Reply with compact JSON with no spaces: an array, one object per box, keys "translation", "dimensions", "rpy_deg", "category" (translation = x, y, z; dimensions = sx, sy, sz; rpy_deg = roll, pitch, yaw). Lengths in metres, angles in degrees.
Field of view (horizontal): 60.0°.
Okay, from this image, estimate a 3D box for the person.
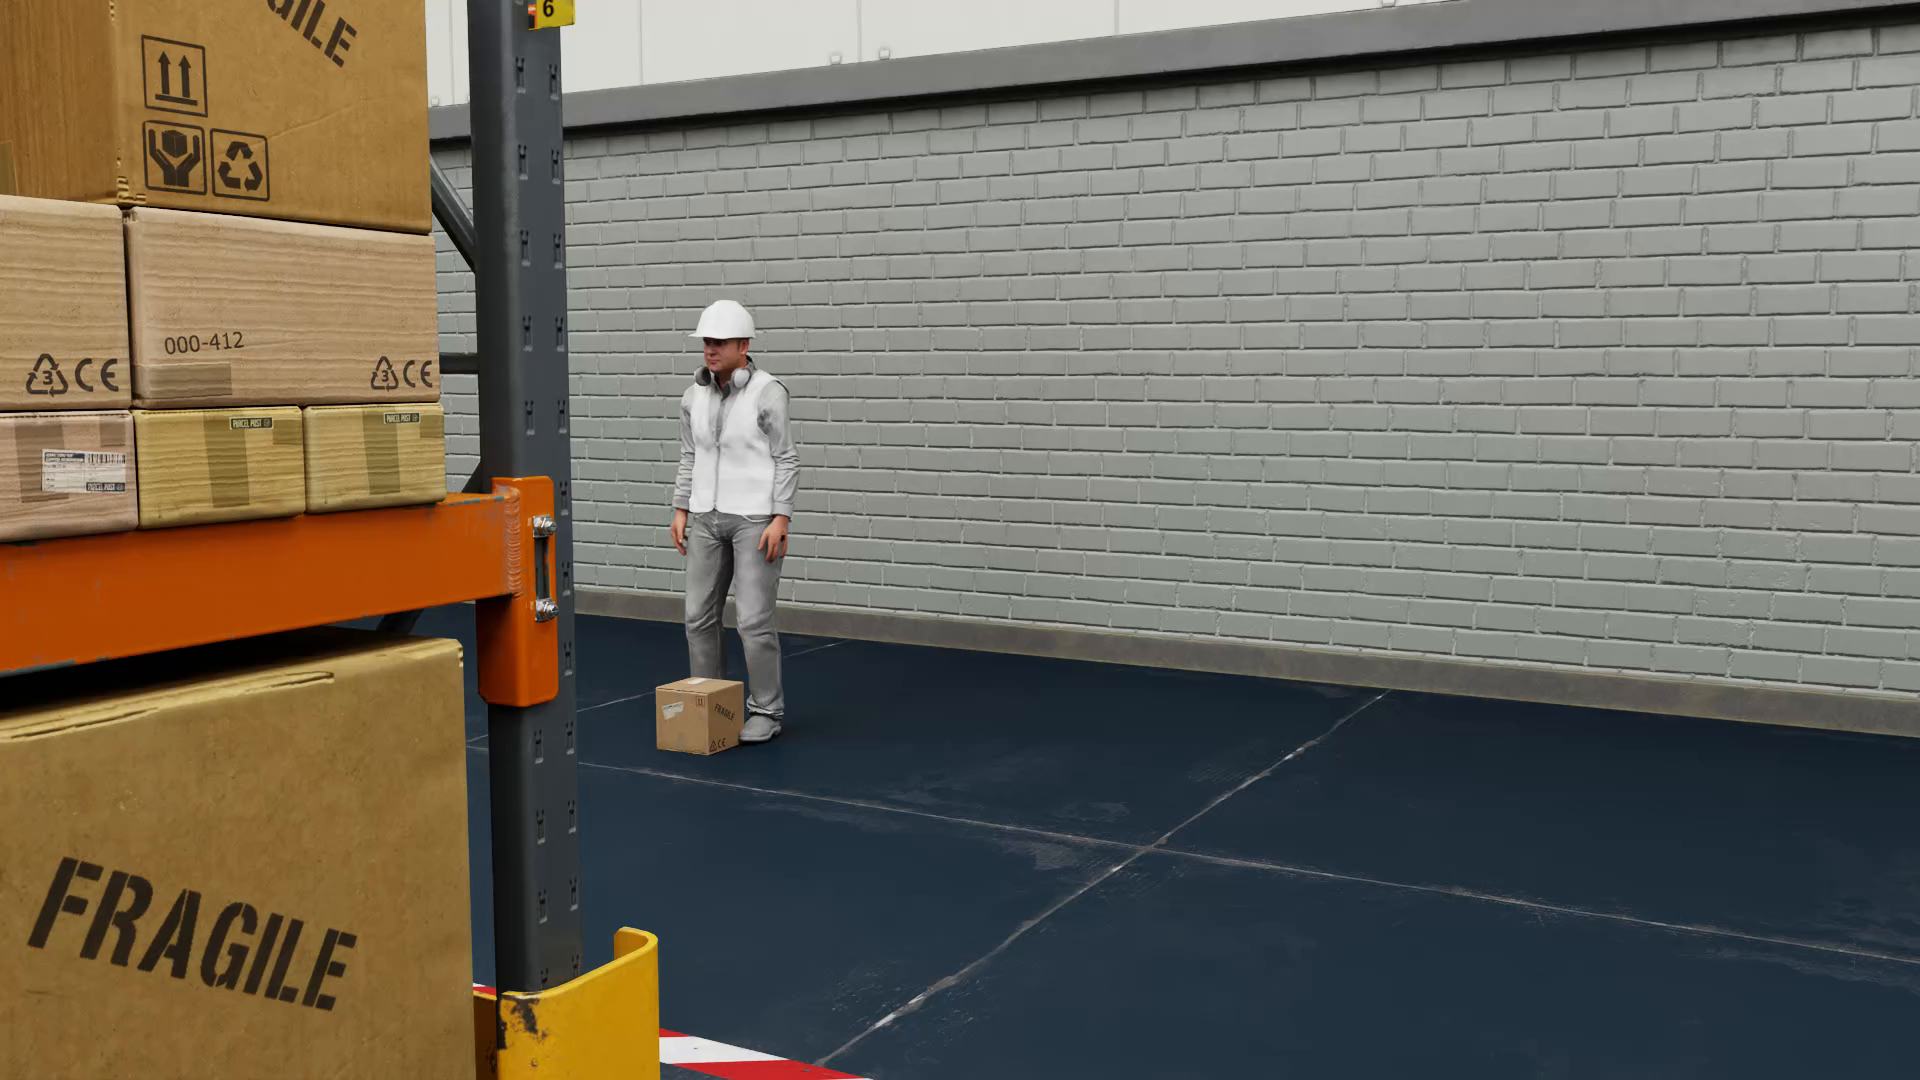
[{"translation":[-0.922,-0.081,6.784],"dimensions":[0.581,1.771,0.461],"rpy_deg":[3,7,29],"category":"person"}]
